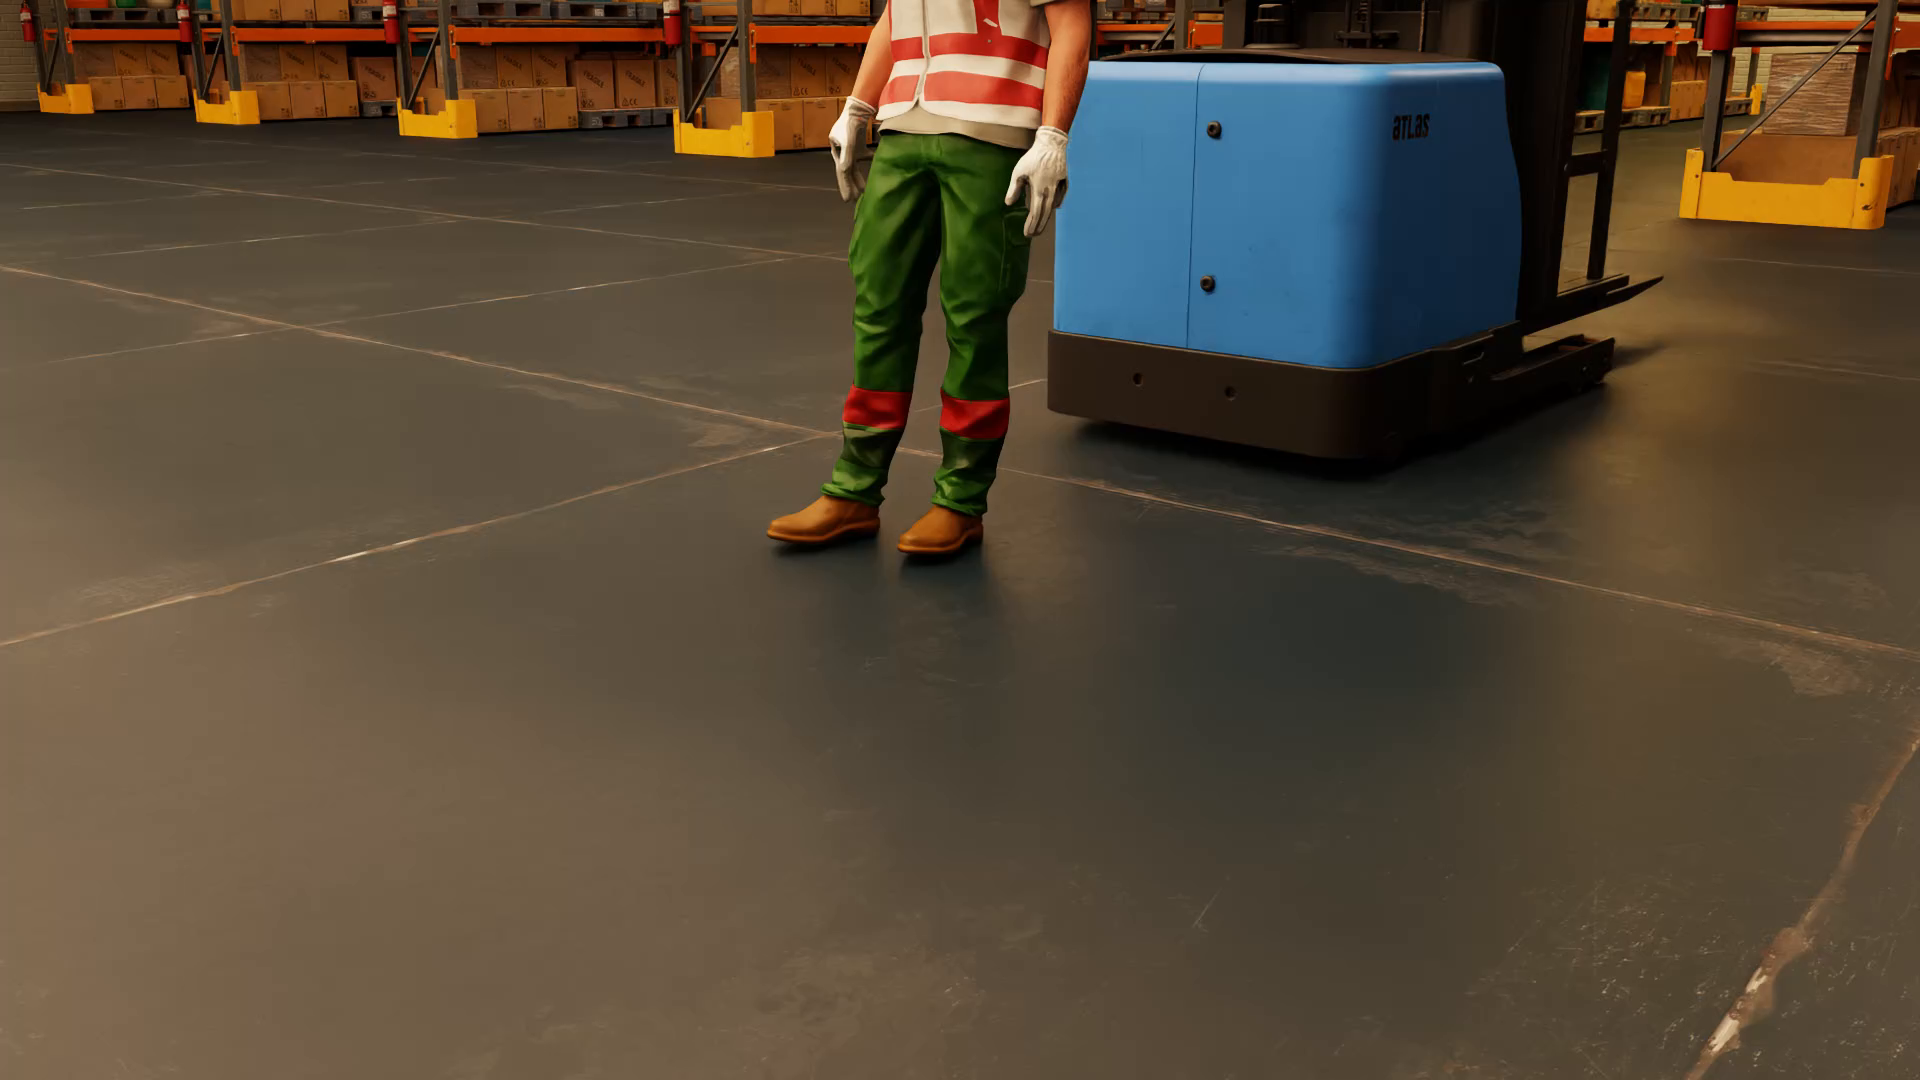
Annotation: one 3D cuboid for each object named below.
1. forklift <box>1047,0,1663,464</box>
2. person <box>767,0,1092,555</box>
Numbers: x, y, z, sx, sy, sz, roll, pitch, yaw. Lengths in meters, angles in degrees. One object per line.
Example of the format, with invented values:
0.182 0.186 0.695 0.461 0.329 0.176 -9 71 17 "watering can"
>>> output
1.588 -1.969 5.383 1.130 2.935 3.031 14 22 38 "forklift"
-0.061 -0.847 3.628 0.637 1.790 0.562 13 21 37 "person"
